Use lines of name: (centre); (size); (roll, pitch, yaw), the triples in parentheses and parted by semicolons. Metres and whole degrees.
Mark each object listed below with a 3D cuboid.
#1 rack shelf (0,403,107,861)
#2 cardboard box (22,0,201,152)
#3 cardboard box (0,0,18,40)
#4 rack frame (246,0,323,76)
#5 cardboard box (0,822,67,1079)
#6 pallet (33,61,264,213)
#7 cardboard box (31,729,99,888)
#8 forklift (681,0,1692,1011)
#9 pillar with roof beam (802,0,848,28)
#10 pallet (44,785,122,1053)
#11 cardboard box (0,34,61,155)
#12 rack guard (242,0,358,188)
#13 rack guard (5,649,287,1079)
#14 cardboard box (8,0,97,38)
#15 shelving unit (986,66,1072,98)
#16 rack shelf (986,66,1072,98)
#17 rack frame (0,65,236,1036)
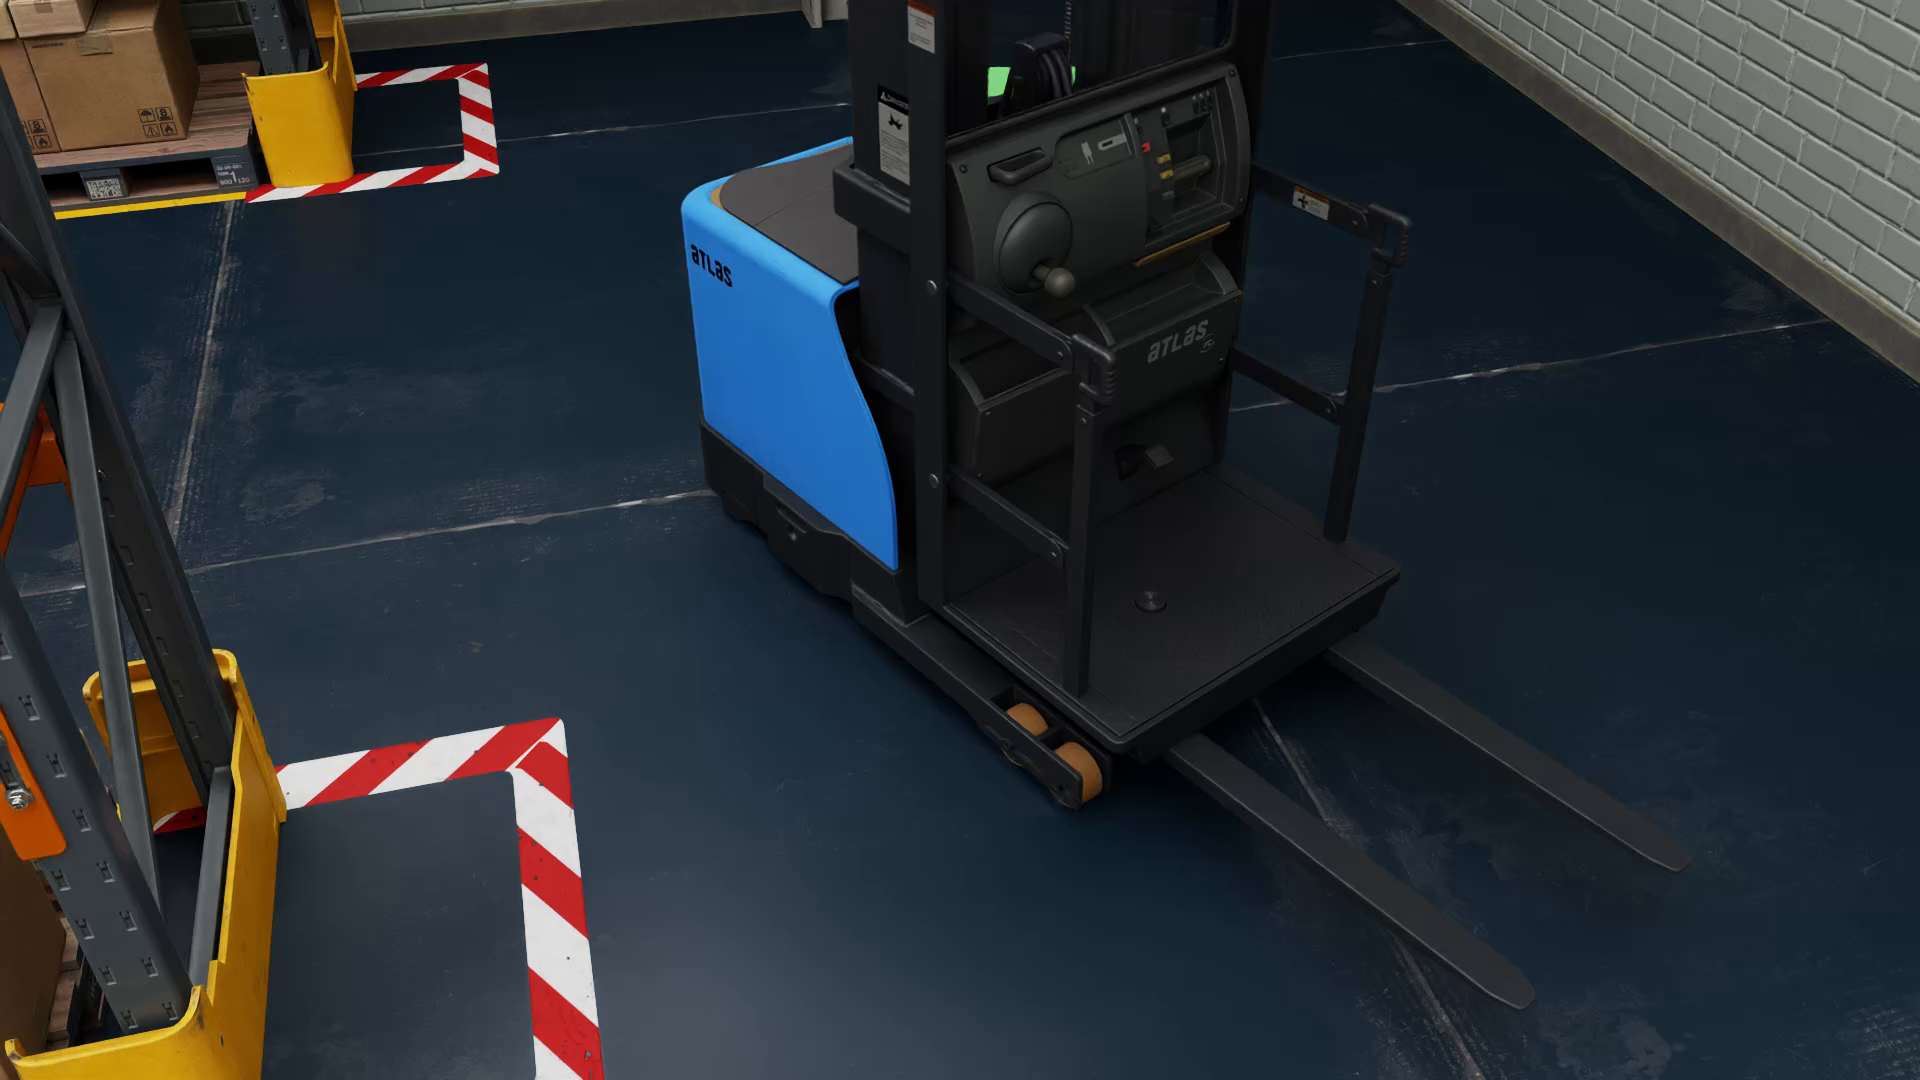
rack shelf: (-3.647, 0.425, 2.818); (4.000, 0.370, 1.077); (-9, 38, -12)
cardboard box: (-3.661, -2.087, 7.222); (0.500, 0.500, 0.700); (-9, 38, -12)
cardboard box: (-3.984, -2.177, 6.805); (0.250, 0.149, 0.380); (-8, 38, -11)
rack frame: (-3.011, -3.083, 6.811); (0.127, 3.000, 1.000); (-9, 38, -12)
cardboard box: (-2.177, 0.871, 3.338); (0.500, 0.500, 0.500); (-9, 38, -12)
pallet: (-3.763, -1.803, 7.433); (1.213, 0.211, 1.003); (-9, 38, -12)
cardboard box: (-2.210, 0.644, 3.923); (0.250, 0.149, 0.380); (-9, 38, -12)
forklift: (0.499, -0.816, 3.904); (1.130, 2.935, 3.031); (-27, 45, -30)
pillar with roof beam: (0.492, -3.876, 2.910); (0.400, 9.000, 9.100); (-9, 38, -12)
pallet: (-2.559, 1.069, 3.680); (1.213, 0.211, 1.003); (-9, 38, -12)
cardboard box: (-4.144, -2.008, 7.118); (0.500, 0.500, 0.700); (-9, 38, -12)
rack guard: (-2.988, -2.094, 7.576); (0.348, 0.500, 1.175); (-9, 38, -12)
rack guard: (-1.790, 0.827, 3.758); (0.348, 0.500, 1.175); (-9, 38, -12)
cardboard box: (-3.738, -2.218, 6.858); (0.250, 0.149, 0.380); (-10, 38, -12)
shelving unit: (0.219, -1.121, 5.728); (0.503, 1.200, 0.258); (-1, 37, -1)
rack shelf: (0.219, -1.451, 5.475); (0.480, 0.148, 0.258); (-1, 37, -1)
rack frame: (-1.716, -0.178, 3.014); (0.127, 3.000, 1.000); (-9, 38, -12)
